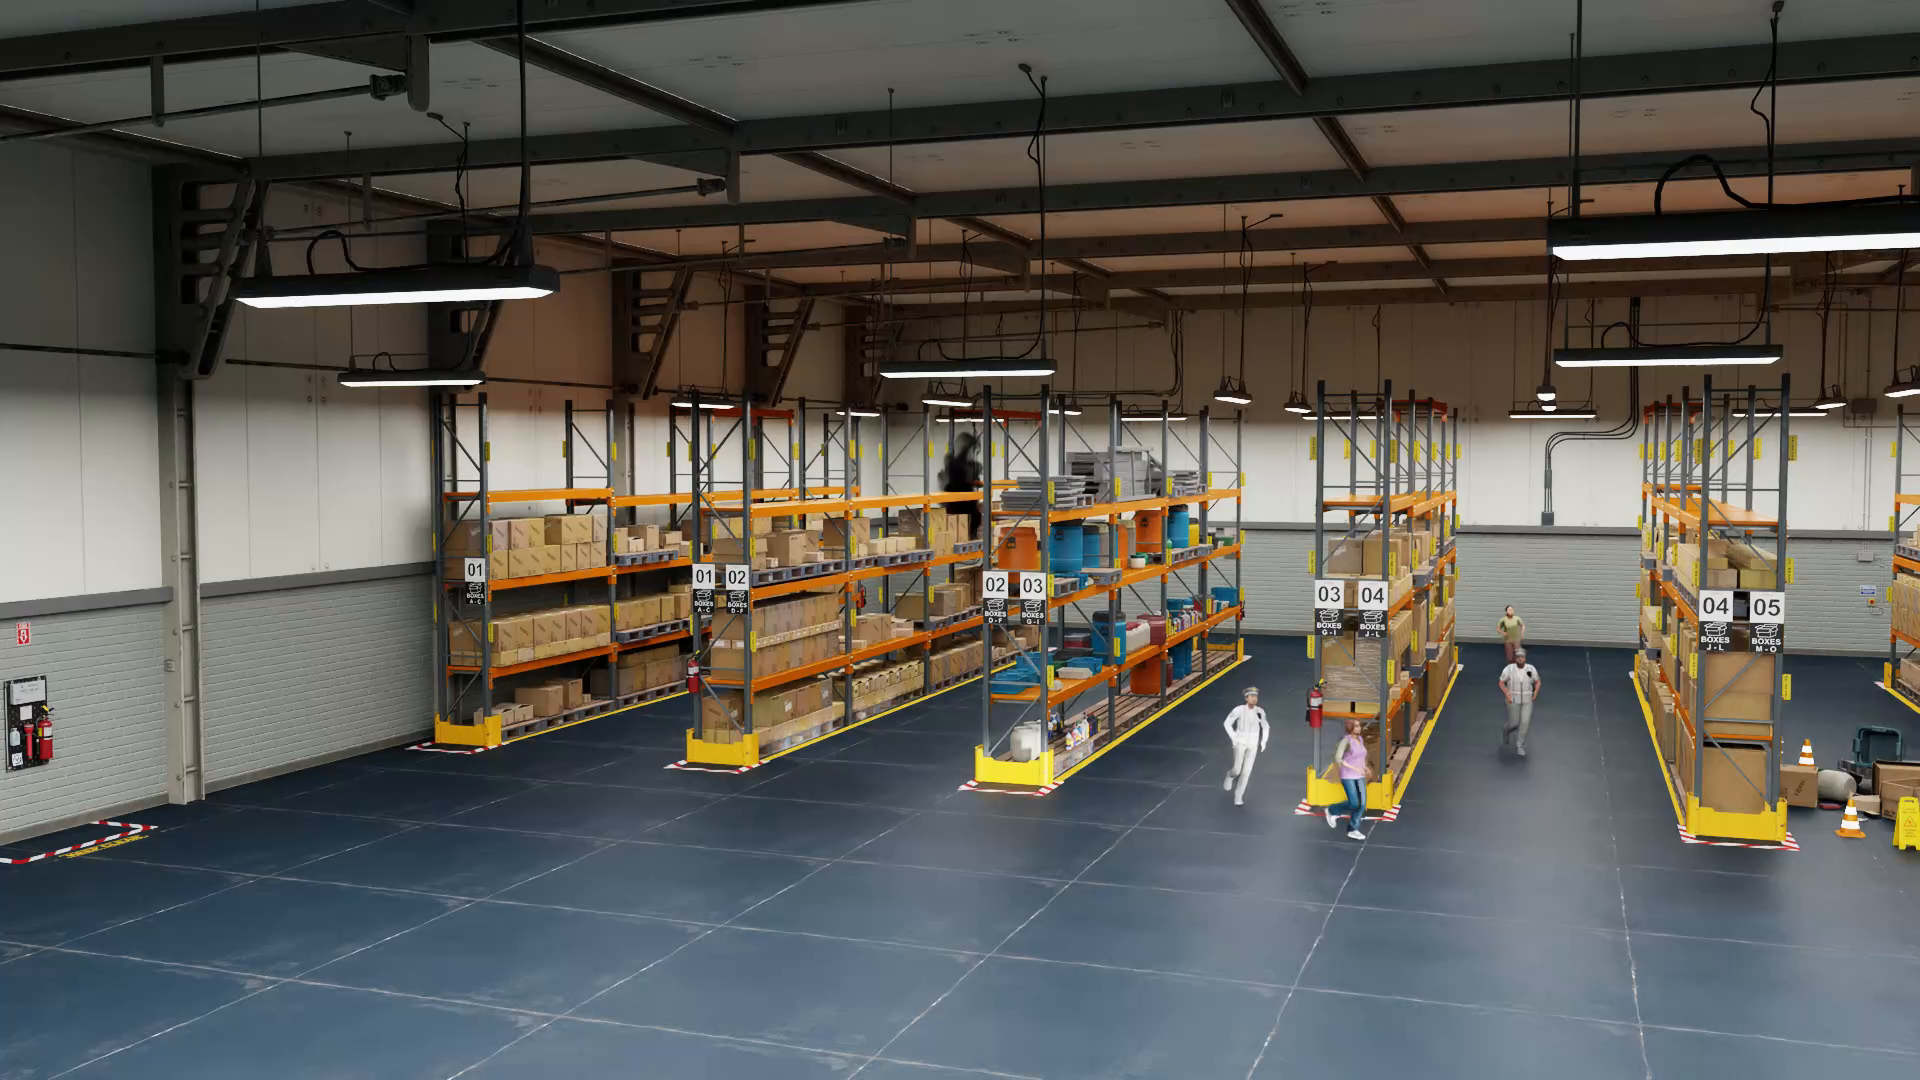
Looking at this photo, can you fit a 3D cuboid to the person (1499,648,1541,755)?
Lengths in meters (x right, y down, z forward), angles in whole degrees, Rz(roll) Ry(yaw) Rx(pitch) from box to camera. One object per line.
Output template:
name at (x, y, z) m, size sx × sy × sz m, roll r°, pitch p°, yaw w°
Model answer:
person at (9.331, 2.664, 27.703) m, size 0.661 × 1.766 × 0.662 m, roll 1°, pitch 3°, yaw 9°

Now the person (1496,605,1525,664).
person at (12.074, 2.241, 36.430) m, size 0.611 × 1.624 × 0.532 m, roll 1°, pitch 3°, yaw 12°

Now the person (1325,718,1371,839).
person at (5.053, 3.077, 21.558) m, size 0.537 × 1.538 × 0.616 m, roll -2°, pitch 4°, yaw -39°

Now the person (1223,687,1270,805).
person at (4.125, 2.917, 23.830) m, size 0.668 × 1.639 × 0.677 m, roll 0°, pitch 3°, yaw -3°
